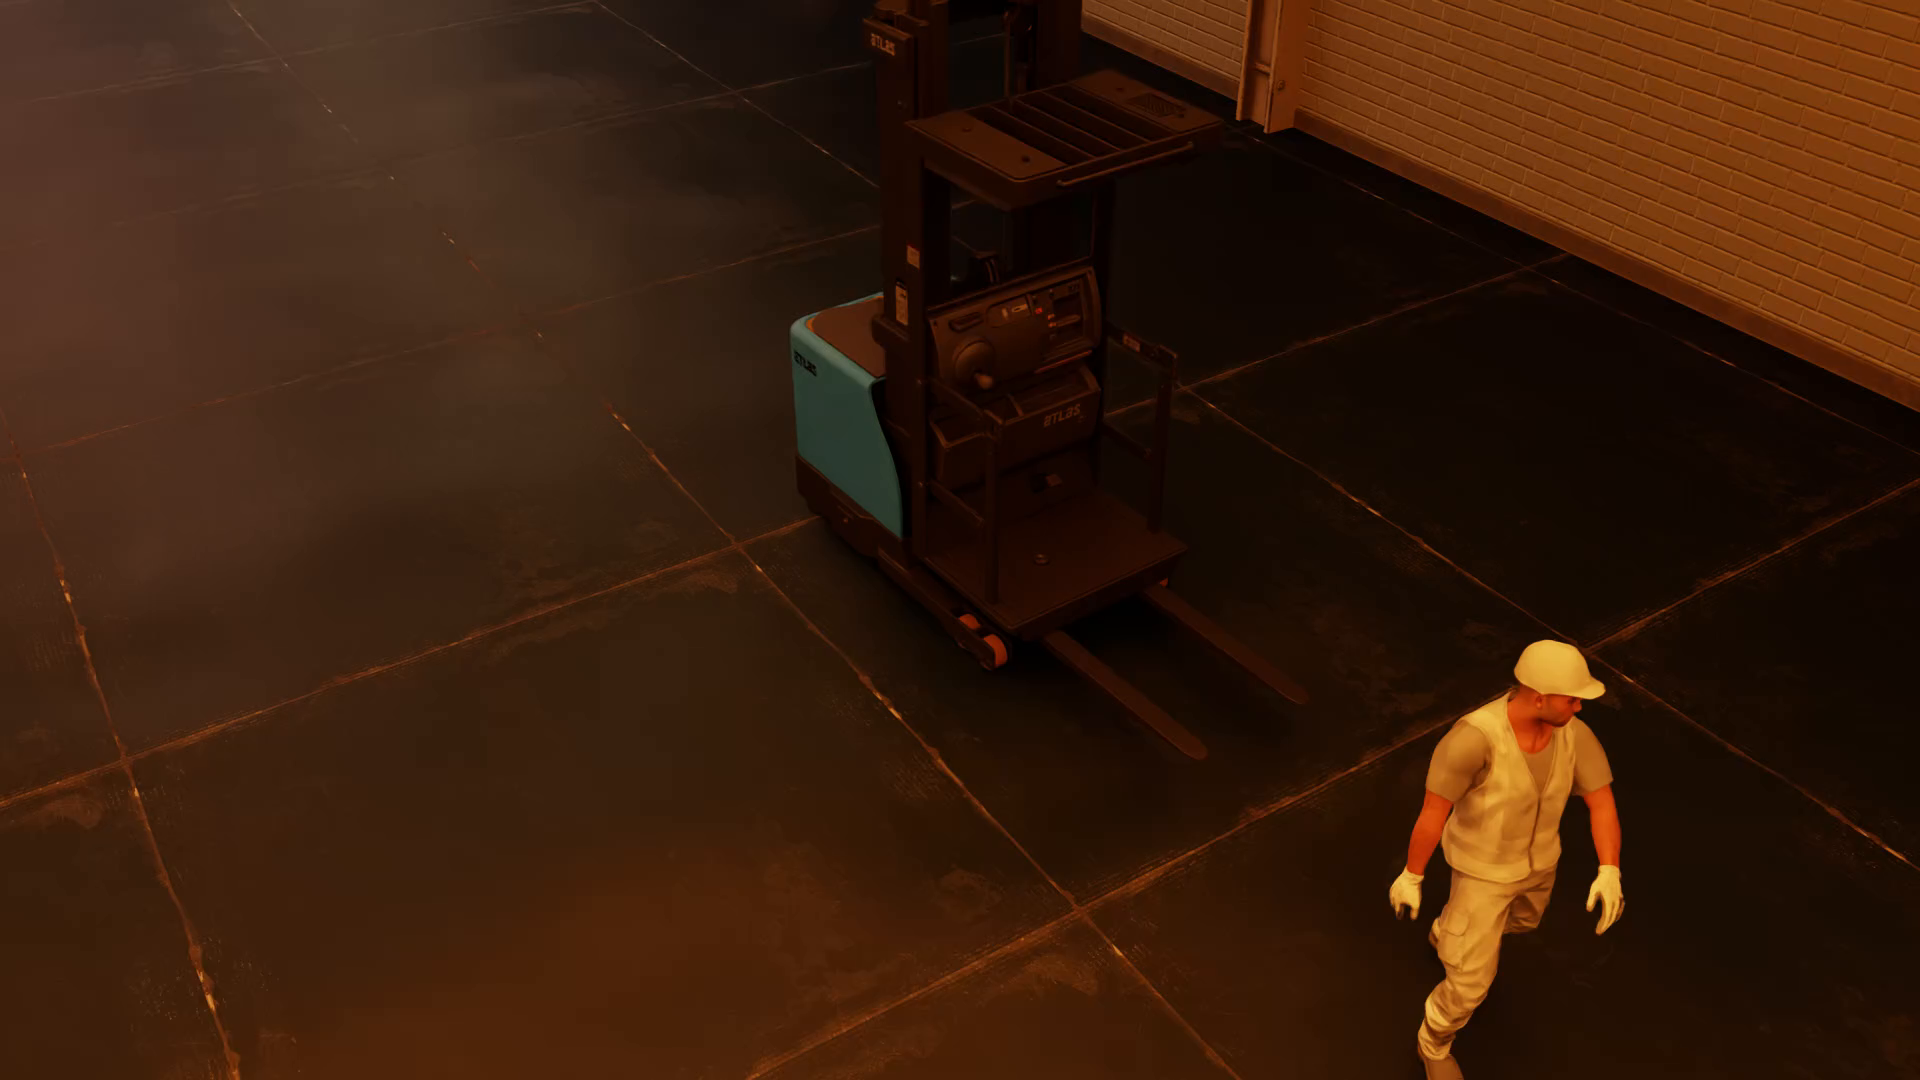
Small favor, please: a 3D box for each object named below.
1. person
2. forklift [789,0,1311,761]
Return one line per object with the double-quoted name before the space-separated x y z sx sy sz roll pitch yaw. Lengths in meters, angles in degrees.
"person" 1.815 1.123 5.627 0.722 1.706 0.815 -16 38 -21
"forklift" 0.389 -0.907 7.439 1.130 2.935 3.031 -23 41 -29
